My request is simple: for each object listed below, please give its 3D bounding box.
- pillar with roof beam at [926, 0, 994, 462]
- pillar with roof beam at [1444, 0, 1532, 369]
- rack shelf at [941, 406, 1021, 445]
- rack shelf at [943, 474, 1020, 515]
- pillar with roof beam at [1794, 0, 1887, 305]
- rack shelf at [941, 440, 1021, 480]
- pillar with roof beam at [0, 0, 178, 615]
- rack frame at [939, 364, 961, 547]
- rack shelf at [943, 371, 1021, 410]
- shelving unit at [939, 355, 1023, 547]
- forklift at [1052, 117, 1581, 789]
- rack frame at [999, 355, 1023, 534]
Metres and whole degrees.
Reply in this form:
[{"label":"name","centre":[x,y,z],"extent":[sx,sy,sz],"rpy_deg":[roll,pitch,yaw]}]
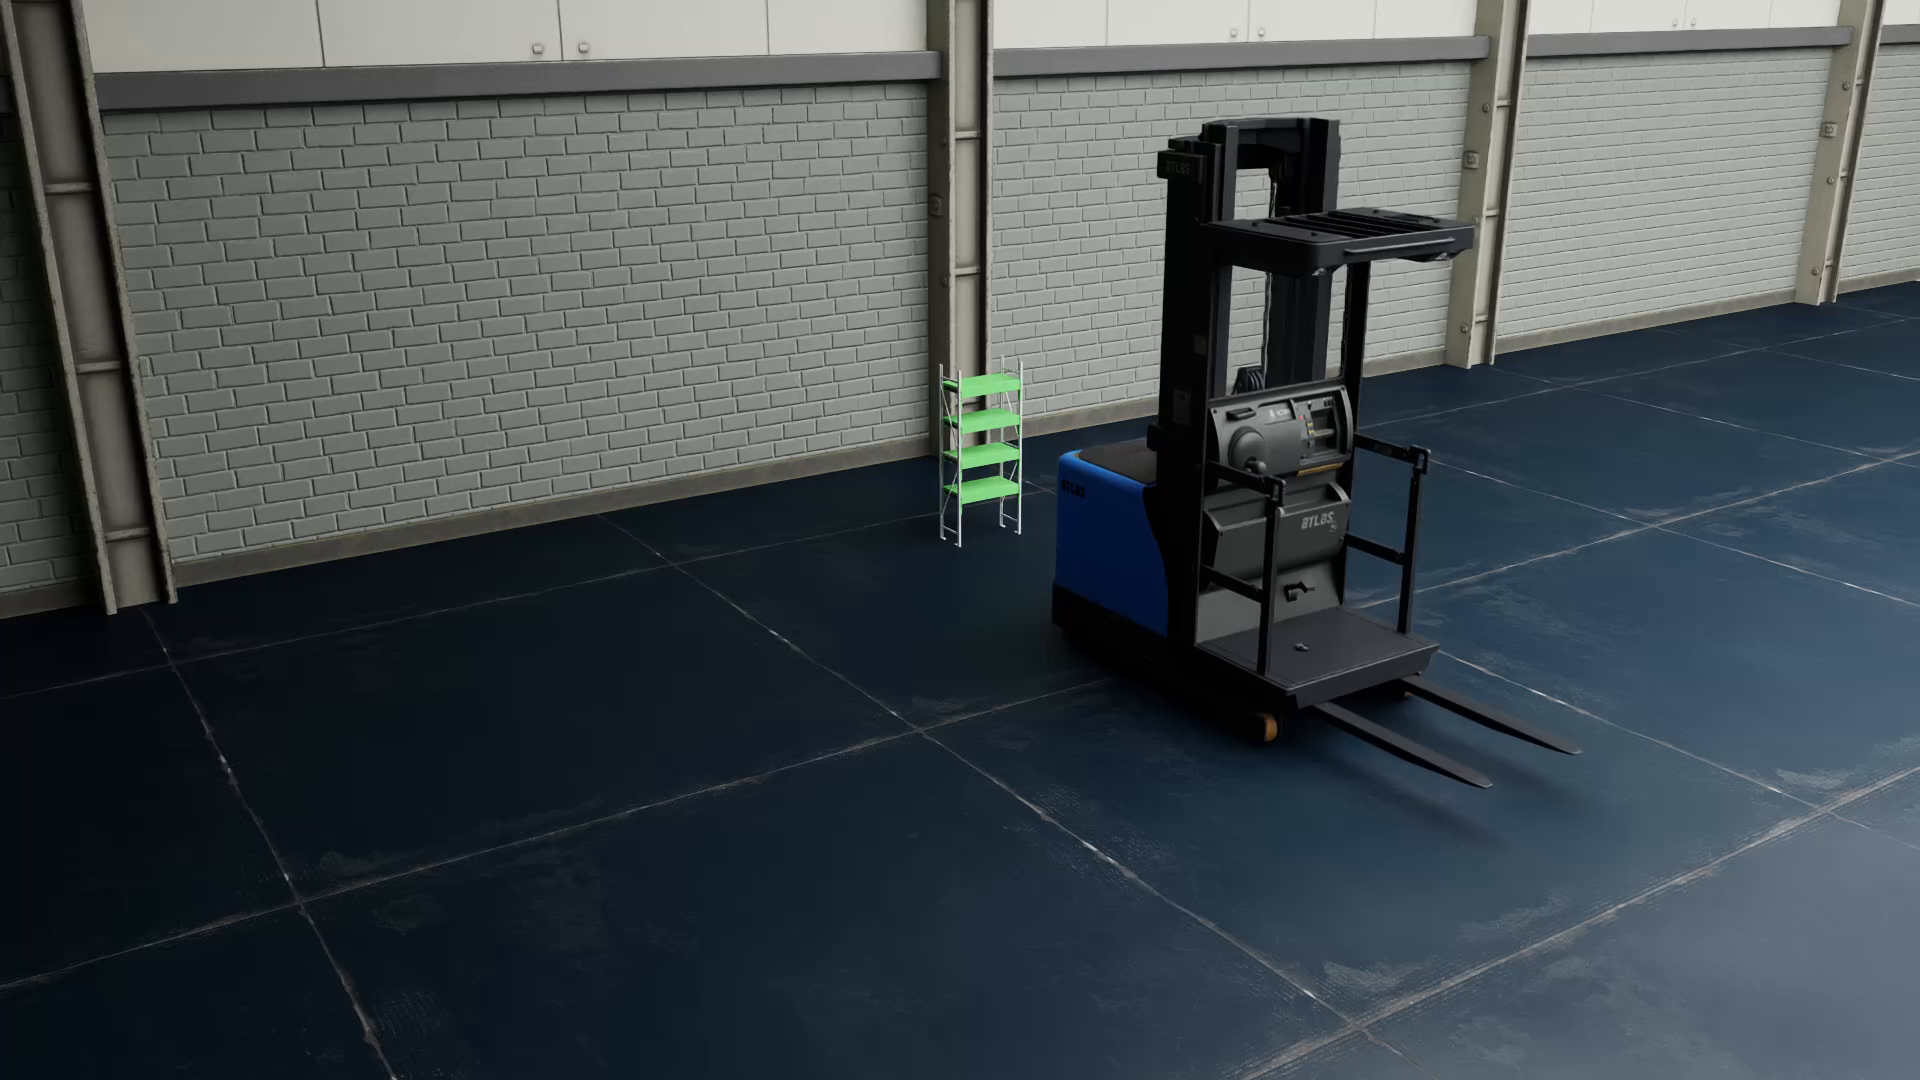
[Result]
[{"label":"pillar with roof beam","centre":[2.368,-3.796,8.423],"extent":[0.400,9.000,9.100],"rpy_deg":[-12,22,-31]},{"label":"pillar with roof beam","centre":[7.379,-4.853,11.549],"extent":[0.400,9.000,9.100],"rpy_deg":[-12,22,-31]},{"label":"rack shelf","centre":[0.138,-0.764,11.082],"extent":[0.480,0.148,0.258],"rpy_deg":[-12,22,-31]},{"label":"rack shelf","centre":[0.138,-0.310,11.236],"extent":[0.480,0.148,0.258],"rpy_deg":[-12,22,-31]},{"label":"pillar with roof beam","centre":[12.390,-5.910,14.675],"extent":[0.400,9.000,9.100],"rpy_deg":[-12,22,-31]},{"label":"rack shelf","centre":[0.138,-0.537,11.159],"extent":[0.480,0.148,0.258],"rpy_deg":[-12,22,-31]},{"label":"pillar with roof beam","centre":[-2.643,-2.739,5.297],"extent":[0.400,9.000,9.100],"rpy_deg":[-12,22,-31]},{"label":"rack frame","centre":[-0.066,-0.555,11.012],"extent":[0.015,1.200,0.240],"rpy_deg":[-12,22,-31]},{"label":"rack shelf","centre":[0.138,-0.992,11.006],"extent":[0.480,0.148,0.258],"rpy_deg":[-12,22,-31]},{"label":"shelving unit","centre":[0.138,-0.598,11.139],"extent":[0.503,1.200,0.258],"rpy_deg":[-12,22,-31]},{"label":"forklift","centre":[1.760,-0.550,8.294],"extent":[1.130,2.935,3.031],"rpy_deg":[-12,22,-31]},{"label":"rack frame","centre":[0.342,-0.641,11.266],"extent":[0.015,1.200,0.240],"rpy_deg":[-12,22,-31]}]
